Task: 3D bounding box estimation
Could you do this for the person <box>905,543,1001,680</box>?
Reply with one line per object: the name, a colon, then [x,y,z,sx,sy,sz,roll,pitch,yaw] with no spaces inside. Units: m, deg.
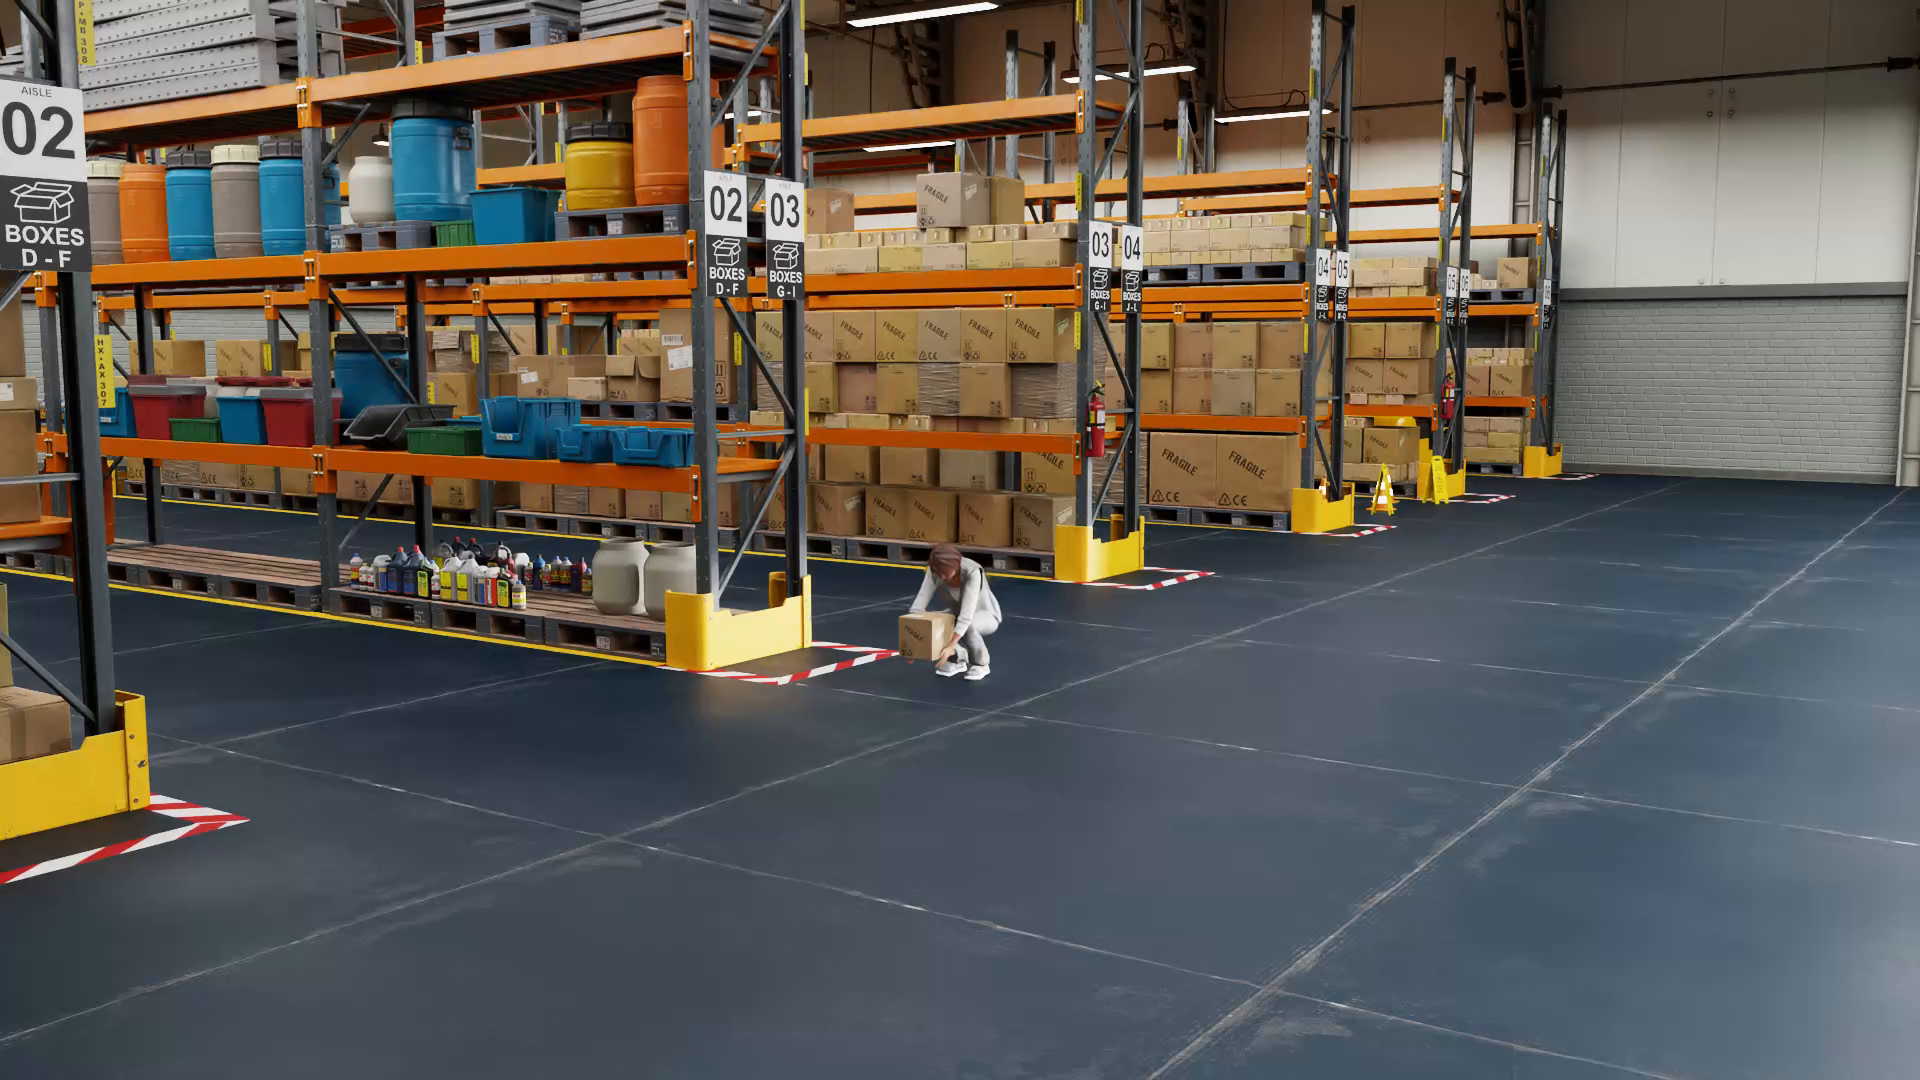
person: [-0.023,0.448,10.474,0.467,0.879,0.797,4,8,34]
